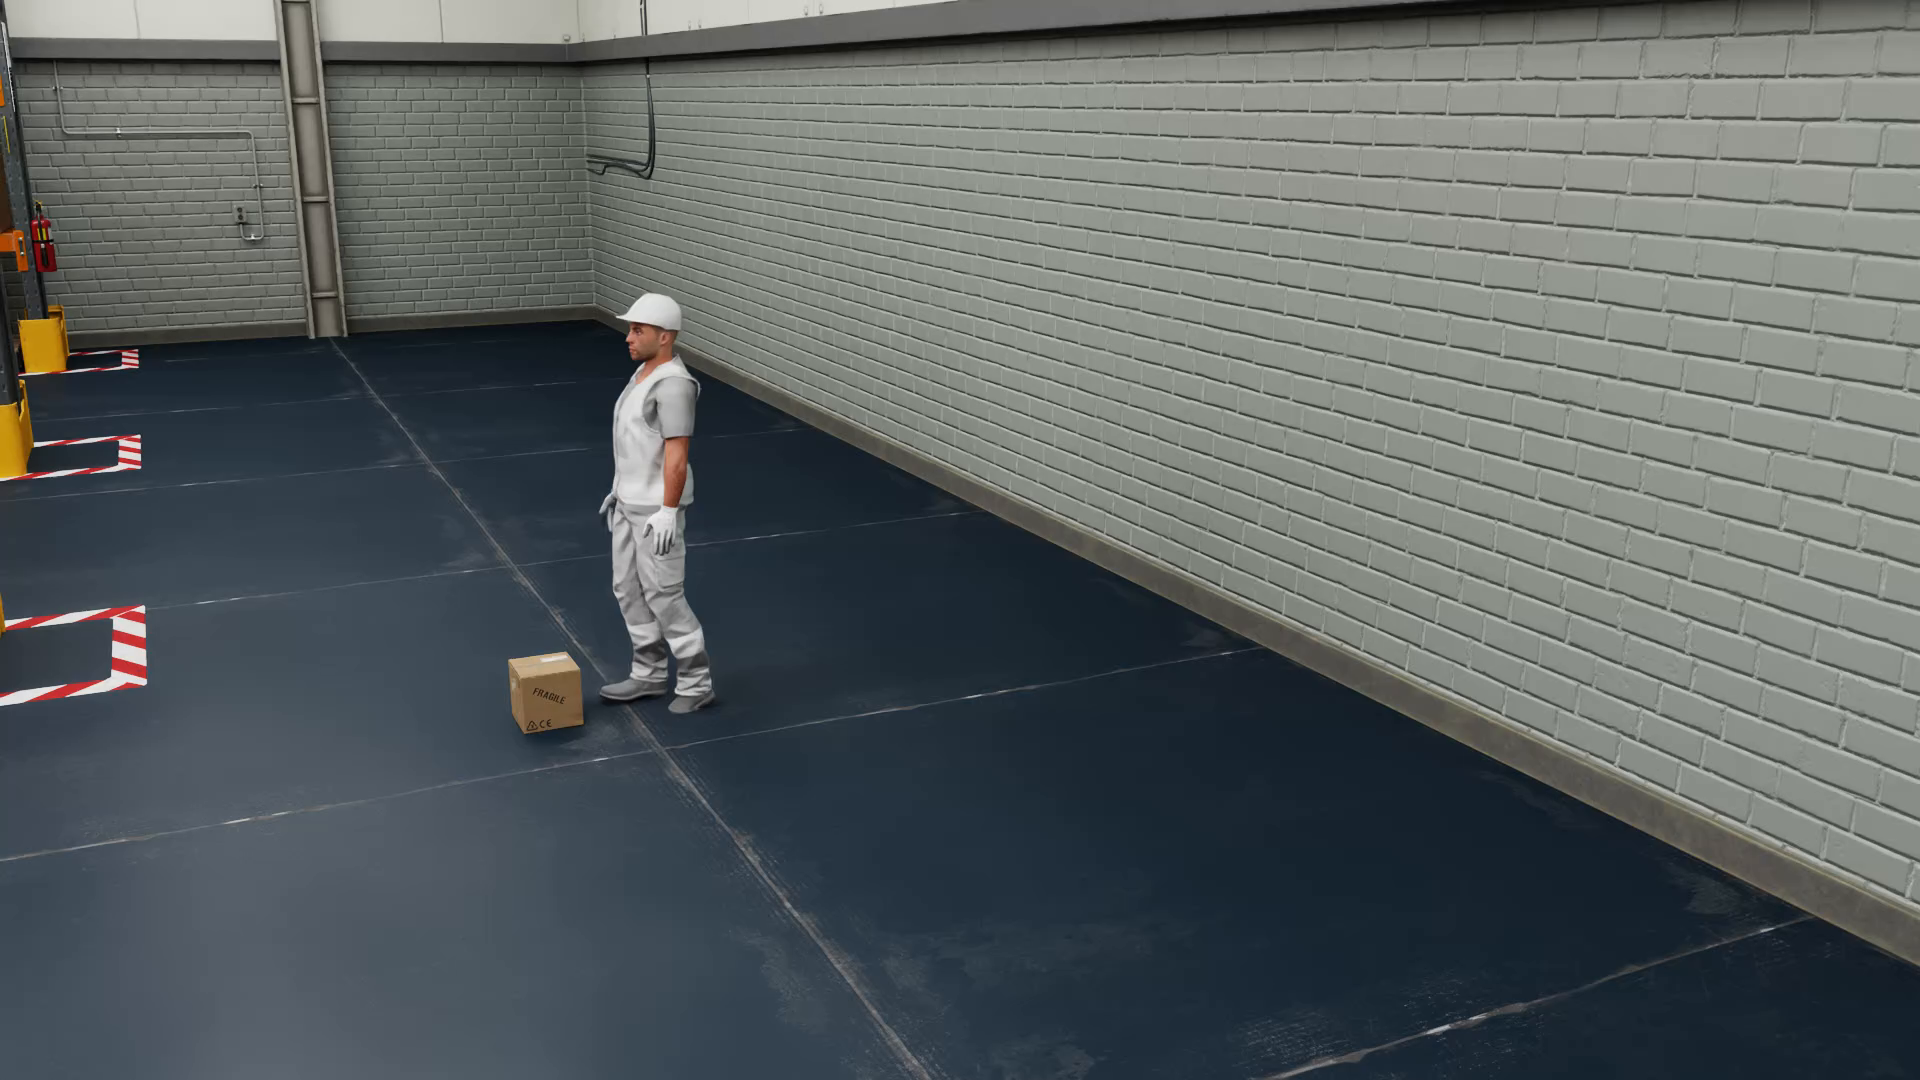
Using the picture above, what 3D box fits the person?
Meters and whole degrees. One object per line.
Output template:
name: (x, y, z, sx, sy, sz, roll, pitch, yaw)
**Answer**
person: (-1.315, -0.112, 7.037, 0.456, 1.849, 0.535, -7, 17, -24)
